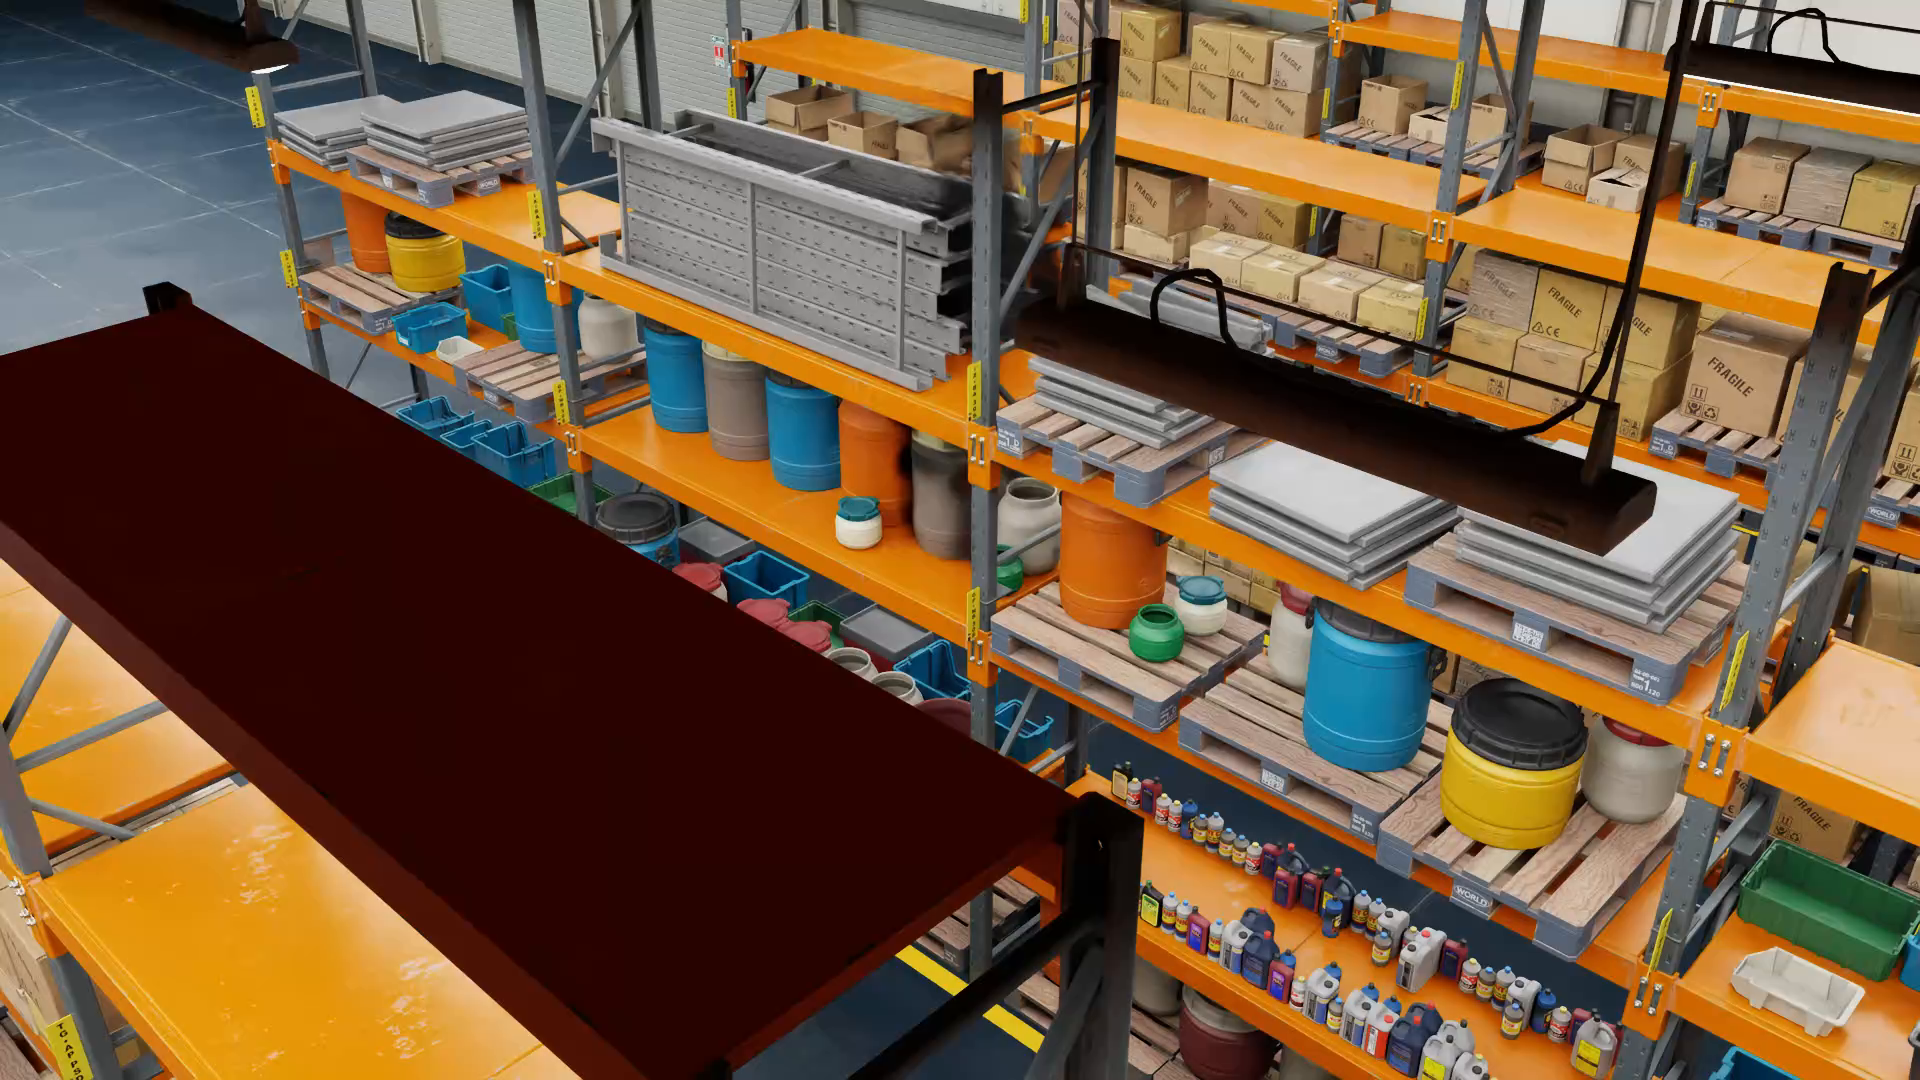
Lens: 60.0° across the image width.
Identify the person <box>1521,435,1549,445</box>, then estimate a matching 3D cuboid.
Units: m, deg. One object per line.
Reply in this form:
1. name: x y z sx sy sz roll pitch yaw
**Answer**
1. person: 5.153 -0.149 14.815 0.911 1.686 0.615 21 36 33
